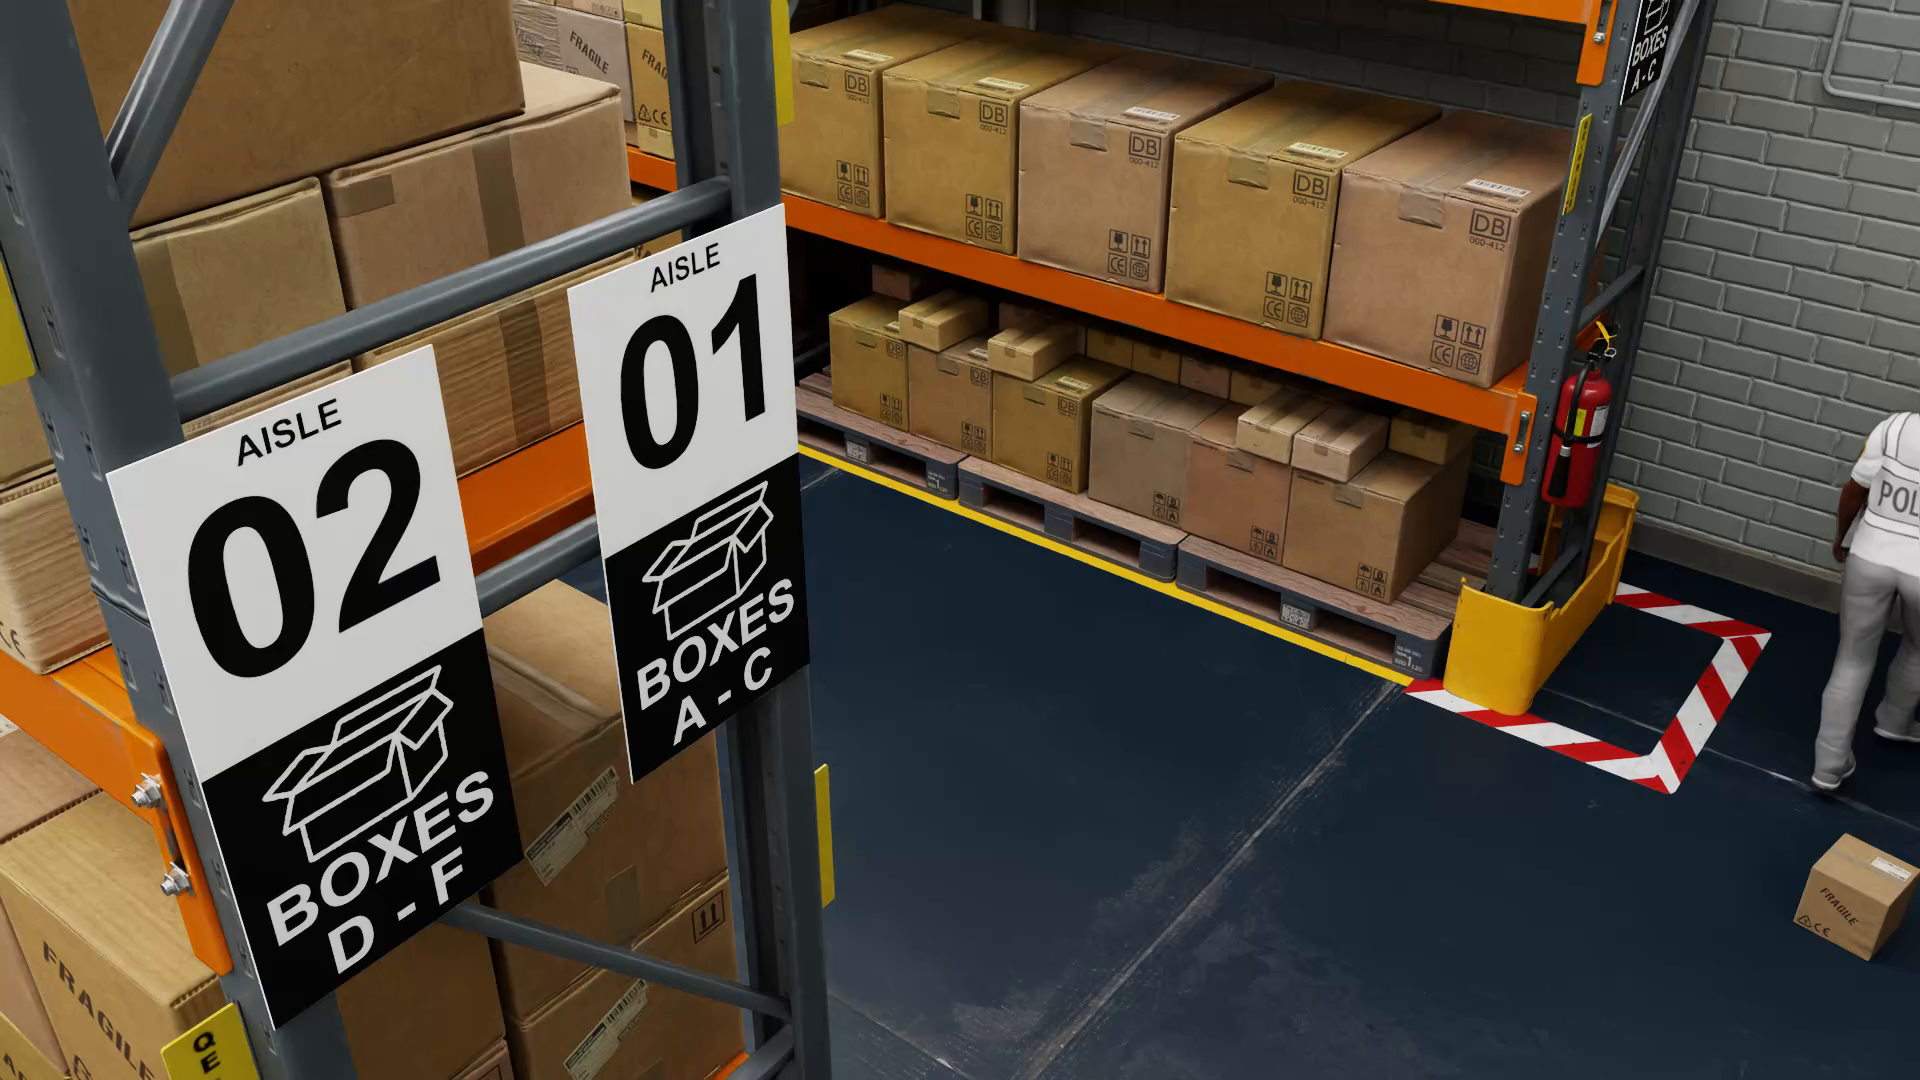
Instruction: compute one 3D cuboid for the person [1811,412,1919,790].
[{"bbox_3d":[3.371,0.103,5.946,0.525,1.709,0.709,19,36,28],"label":"person"}]
